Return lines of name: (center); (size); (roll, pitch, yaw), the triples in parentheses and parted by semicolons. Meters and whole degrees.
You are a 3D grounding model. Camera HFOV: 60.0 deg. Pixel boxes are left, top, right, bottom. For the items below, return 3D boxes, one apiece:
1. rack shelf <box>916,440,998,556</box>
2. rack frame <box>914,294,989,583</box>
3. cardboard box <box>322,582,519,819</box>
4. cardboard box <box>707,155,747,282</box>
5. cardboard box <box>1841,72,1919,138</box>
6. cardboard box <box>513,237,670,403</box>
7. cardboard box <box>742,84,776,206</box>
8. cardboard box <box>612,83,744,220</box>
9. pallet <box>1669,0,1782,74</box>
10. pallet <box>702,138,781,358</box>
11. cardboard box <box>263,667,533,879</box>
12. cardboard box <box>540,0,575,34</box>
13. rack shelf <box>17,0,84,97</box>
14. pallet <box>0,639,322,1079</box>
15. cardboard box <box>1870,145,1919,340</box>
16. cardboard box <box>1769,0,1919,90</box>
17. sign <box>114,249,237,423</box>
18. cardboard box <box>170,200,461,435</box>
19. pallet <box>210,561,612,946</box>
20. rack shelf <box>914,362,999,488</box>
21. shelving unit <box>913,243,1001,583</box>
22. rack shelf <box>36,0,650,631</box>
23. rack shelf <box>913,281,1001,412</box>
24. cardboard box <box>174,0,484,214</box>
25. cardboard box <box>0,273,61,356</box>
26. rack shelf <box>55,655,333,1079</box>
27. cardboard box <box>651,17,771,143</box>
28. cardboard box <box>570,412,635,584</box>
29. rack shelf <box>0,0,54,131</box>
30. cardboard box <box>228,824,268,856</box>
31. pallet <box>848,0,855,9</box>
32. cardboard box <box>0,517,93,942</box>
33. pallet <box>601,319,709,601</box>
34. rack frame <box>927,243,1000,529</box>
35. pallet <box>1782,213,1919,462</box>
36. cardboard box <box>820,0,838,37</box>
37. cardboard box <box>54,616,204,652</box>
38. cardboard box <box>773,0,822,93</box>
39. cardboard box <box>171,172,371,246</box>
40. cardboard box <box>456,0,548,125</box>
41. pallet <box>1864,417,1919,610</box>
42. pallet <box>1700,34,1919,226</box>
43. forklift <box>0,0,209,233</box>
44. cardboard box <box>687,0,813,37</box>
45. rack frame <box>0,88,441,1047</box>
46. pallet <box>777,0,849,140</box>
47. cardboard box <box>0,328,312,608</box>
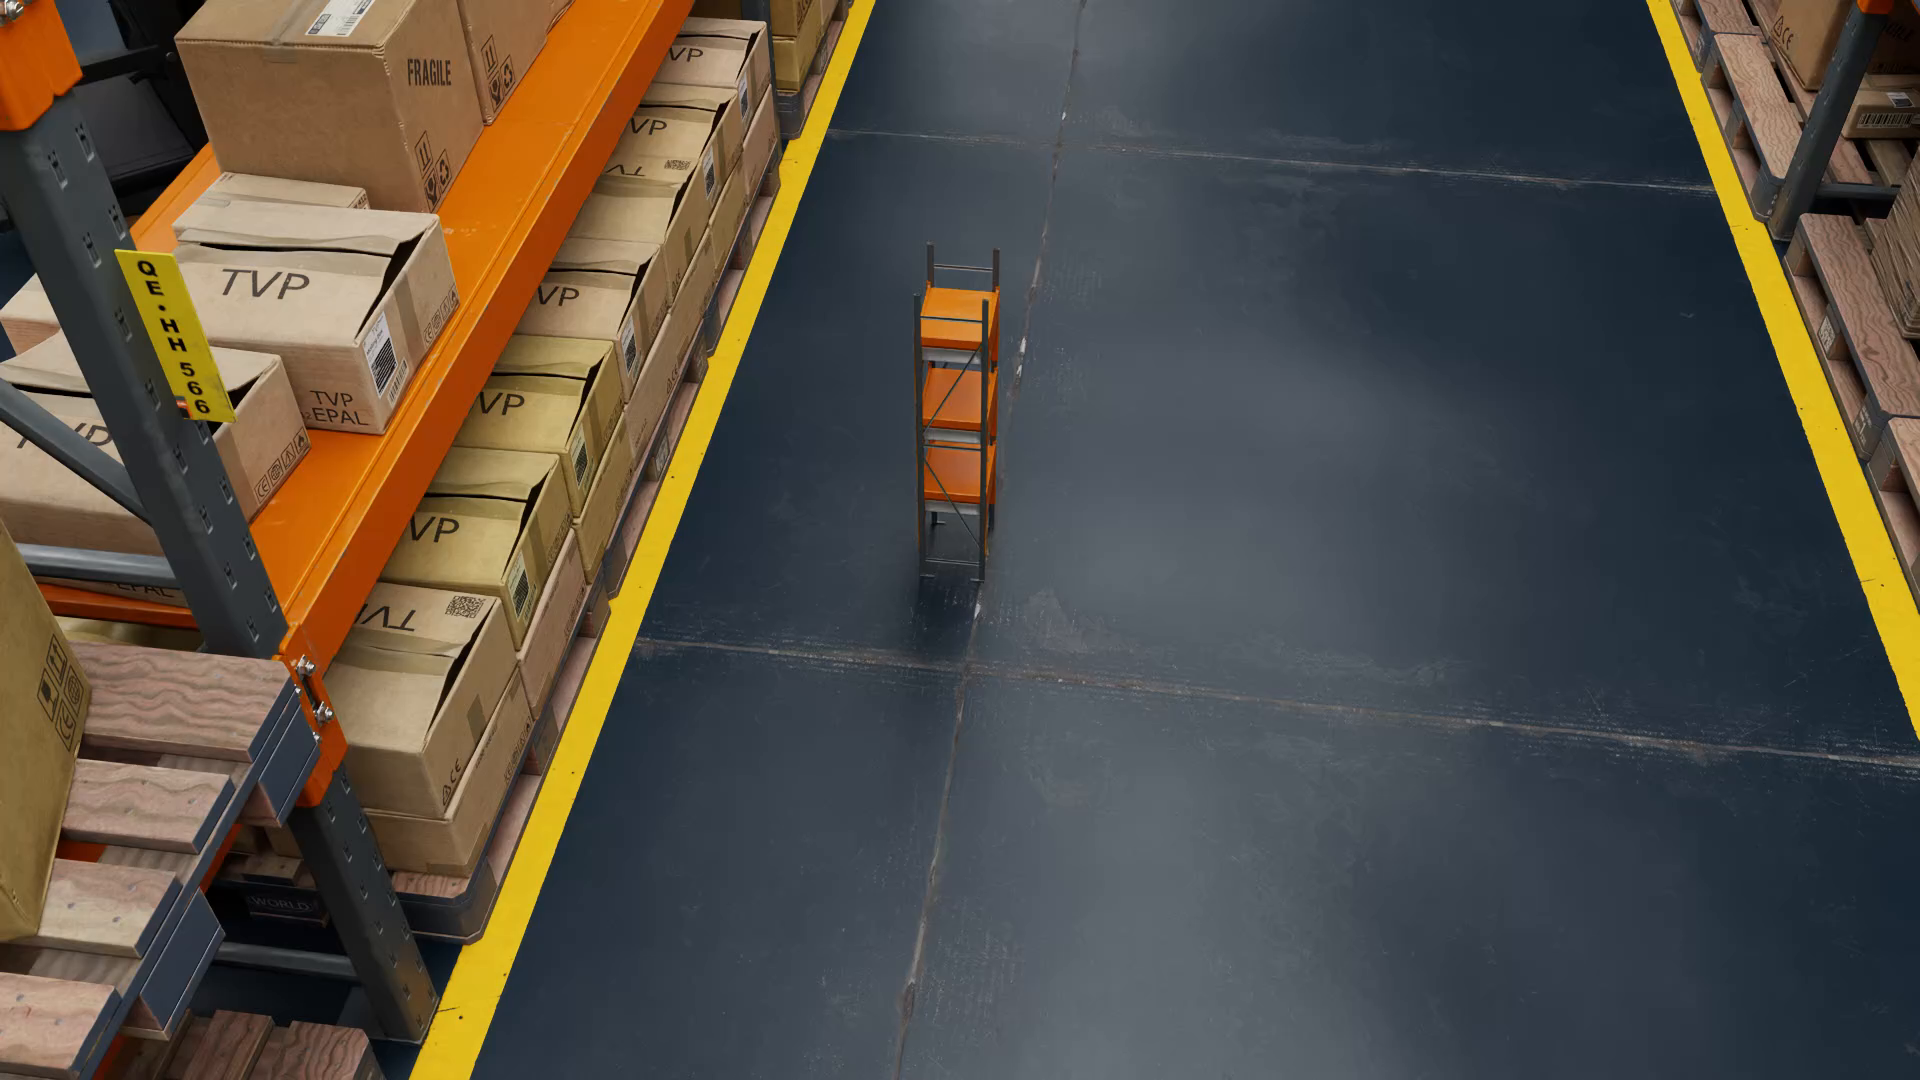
rack shelf: (-0.007, -0.135, 5.049); (0.215, 0.259, 0.240); (5, 44, 6)
rack frame: (-0.023, -0.262, 4.763); (0.200, 1.050, 0.008); (5, 44, 6)
cardboard box: (-1.412, 0.346, 3.990); (0.500, 0.311, 0.500); (7, 44, 7)
cardboard box: (-1.079, -1.193, 6.023); (0.500, 0.250, 0.500); (5, 44, 5)
cardboard box: (3.709, -1.743, 6.650); (0.380, 0.166, 0.250); (0, 43, 0)
cardboard box: (-1.213, -0.711, 5.106); (0.500, 0.311, 0.500); (5, 44, 5)
cardboard box: (-1.011, -1.538, 6.387); (0.500, 0.250, 0.500); (5, 44, 5)
cardboard box: (-1.075, -1.393, 5.826); (0.500, 0.311, 0.500); (6, 44, 7)
pallet: (3.880, -2.527, 7.765); (1.003, 0.211, 1.213); (5, 44, 6)
pallet: (-1.302, -1.174, 6.337); (1.003, 0.211, 1.213); (5, 44, 6)
cardboard box: (-1.412, 0.549, 4.183); (0.500, 0.250, 0.500); (5, 44, 5)
cardboard box: (-1.430, -1.848, 4.947); (0.500, 0.500, 0.500); (8, 44, 9)
rack shelf: (-1.508, -2.157, 3.688); (1.077, 0.370, 4.000); (5, 44, 6)
pallet: (-1.792, 0.572, 2.604); (1.213, 0.211, 1.003); (5, 44, 6)
cardboard box: (3.587, -0.994, 5.616); (0.700, 0.500, 0.500); (7, 44, 7)
cardboard box: (3.765, -2.208, 6.898); (0.500, 0.500, 0.500); (2, 43, 2)
sign: (-1.233, -0.315, 2.617); (0.100, 0.325, 0.005); (5, 44, 6)
cardboard box: (-1.462, -0.526, 3.689); (0.500, 0.311, 0.500); (5, 44, 5)
pallet: (-1.624, 0.489, 4.580); (1.003, 0.211, 1.213); (5, 44, 6)
rack shelf: (-0.007, -0.337, 4.858); (0.215, 0.259, 0.240); (5, 44, 6)
shelving unit: (-0.007, -0.345, 4.851); (0.215, 1.050, 0.252); (5, 44, 6)
rack shelf: (-1.508, -1.139, 4.652); (0.919, 0.124, 3.809); (5, 44, 6)
rack shelf: (-0.007, -0.543, 4.663); (0.215, 0.259, 0.240); (5, 44, 6)
cardboard box: (-1.566, -1.148, 4.208); (0.500, 0.500, 0.500); (3, 44, 3)
cardboard box: (-1.927, -0.513, 3.793); (0.380, 0.149, 0.250); (5, 44, 6)
rack shelf: (-2.036, 1.658, 1.841); (1.077, 0.370, 4.000); (5, 44, 6)
cardboard box: (-1.012, -1.748, 6.201); (0.500, 0.311, 0.500); (5, 44, 6)
cardboard box: (-1.283, -0.148, 4.919); (0.500, 0.250, 0.500); (4, 44, 4)
rack shelf: (-2.036, 0.569, 0.809); (1.077, 0.370, 4.000); (5, 44, 6)
cardboard box: (-1.944, 0.499, 4.236); (0.500, 0.250, 0.500); (6, 44, 7)
pallet: (-0.938, -3.052, 8.320); (1.003, 0.211, 1.213); (5, 44, 6)
cardboard box: (-1.743, 0.284, 2.390); (0.700, 0.500, 0.500); (-8, 44, -9)
pallet: (-1.461, -0.340, 5.456); (1.003, 0.211, 1.213); (5, 44, 6)
rack frame: (0.009, -0.428, 4.938); (0.200, 1.050, 0.008); (5, 44, 6)
pallet: (3.566, -0.701, 5.837); (1.003, 0.211, 1.213); (5, 44, 6)
cardboard box: (-0.810, -2.475, 7.377); (0.500, 0.250, 0.500); (5, 44, 6)
cardboard box: (-1.947, 0.297, 4.042); (0.500, 0.311, 0.500); (6, 44, 7)
cardboard box: (-0.881, -2.135, 7.018); (0.500, 0.250, 0.500); (5, 44, 6)
cardboard box: (-1.659, -0.749, 4.042); (0.380, 0.149, 0.250); (8, 44, 9)
cardboard box: (-1.497, -1.506, 4.587); (0.500, 0.500, 0.500); (5, 44, 6)
pallet: (3.407, 0.132, 4.957); (1.003, 0.211, 1.213); (5, 44, 6)
pallet: (3.721, -1.693, 6.885); (1.003, 0.211, 1.213); (5, 44, 6)
forklift: (-3.337, -2.480, 5.737); (3.031, 2.935, 1.130); (-25, 49, -24)
cardboard box: (-0.871, -2.406, 6.759); (0.500, 0.500, 0.500); (5, 44, 6)
rack frame: (-1.772, 0.034, 3.033); (1.000, 3.000, 0.127); (5, 44, 6)
pallet: (-1.096, -2.218, 7.439); (1.003, 0.211, 1.213); (5, 44, 6)
cardboard box: (-1.681, -0.178, 3.321); (0.500, 0.311, 0.500); (8, 44, 8)
